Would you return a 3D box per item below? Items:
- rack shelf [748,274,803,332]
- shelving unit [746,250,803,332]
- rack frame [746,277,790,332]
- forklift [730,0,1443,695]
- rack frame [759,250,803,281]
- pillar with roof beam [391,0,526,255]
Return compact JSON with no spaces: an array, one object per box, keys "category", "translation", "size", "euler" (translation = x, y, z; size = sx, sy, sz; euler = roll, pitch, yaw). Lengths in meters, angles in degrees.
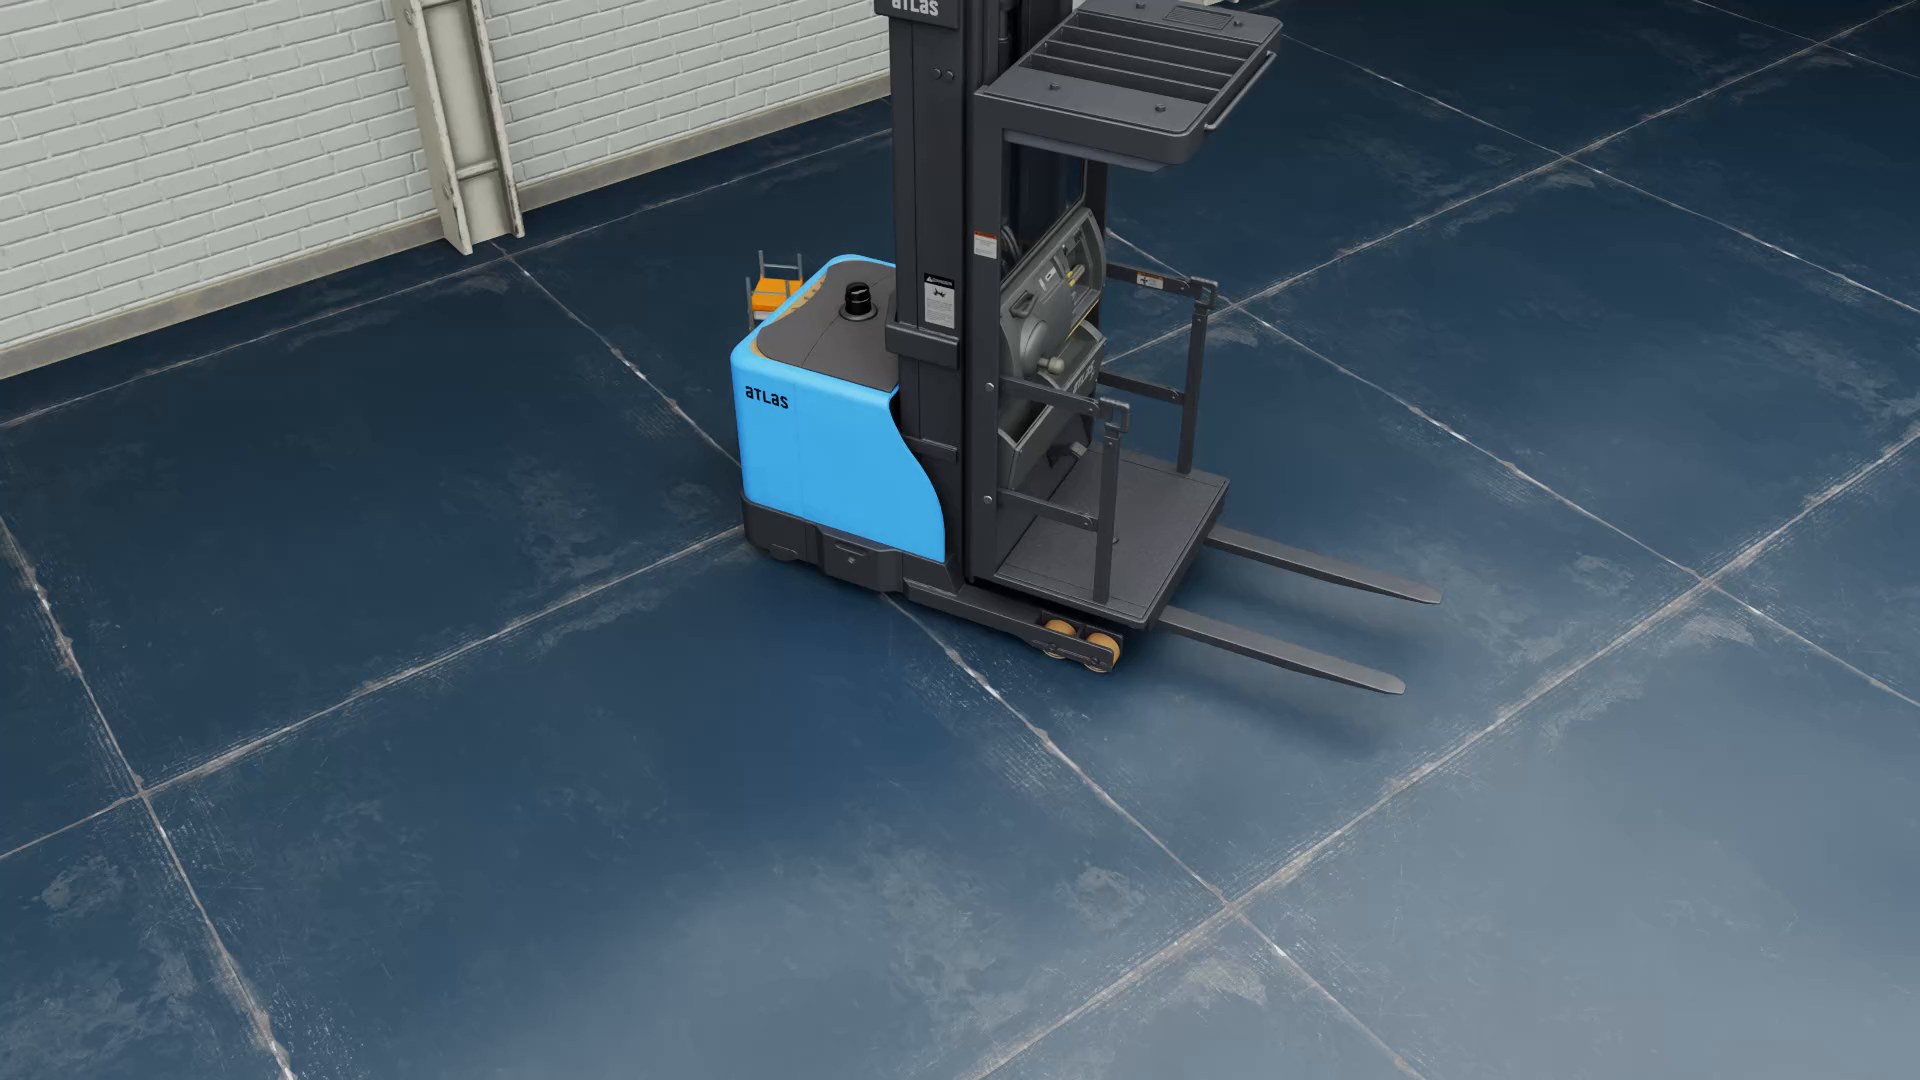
[{"category":"rack shelf","translation":[-0.855,-1.064,7.789],"size":[0.215,0.259,0.240],"euler":[5,40,7]},{"category":"shelving unit","translation":[-0.855,-0.853,7.962],"size":[0.215,1.050,0.252],"euler":[5,40,7]},{"category":"rack frame","translation":[-0.873,-0.776,7.869],"size":[0.200,1.050,0.008],"euler":[5,40,7]},{"category":"forklift","translation":[0.561,-0.958,6.607],"size":[3.031,2.935,1.130],"euler":[17,42,20]},{"category":"rack frame","translation":[-0.837,-0.929,8.055],"size":[0.200,1.050,0.008],"euler":[5,40,7]},{"category":"pillar with roof beam","translation":[-0.232,-3.144,4.487],"size":[0.400,9.000,9.100],"euler":[-26,46,-28]}]
